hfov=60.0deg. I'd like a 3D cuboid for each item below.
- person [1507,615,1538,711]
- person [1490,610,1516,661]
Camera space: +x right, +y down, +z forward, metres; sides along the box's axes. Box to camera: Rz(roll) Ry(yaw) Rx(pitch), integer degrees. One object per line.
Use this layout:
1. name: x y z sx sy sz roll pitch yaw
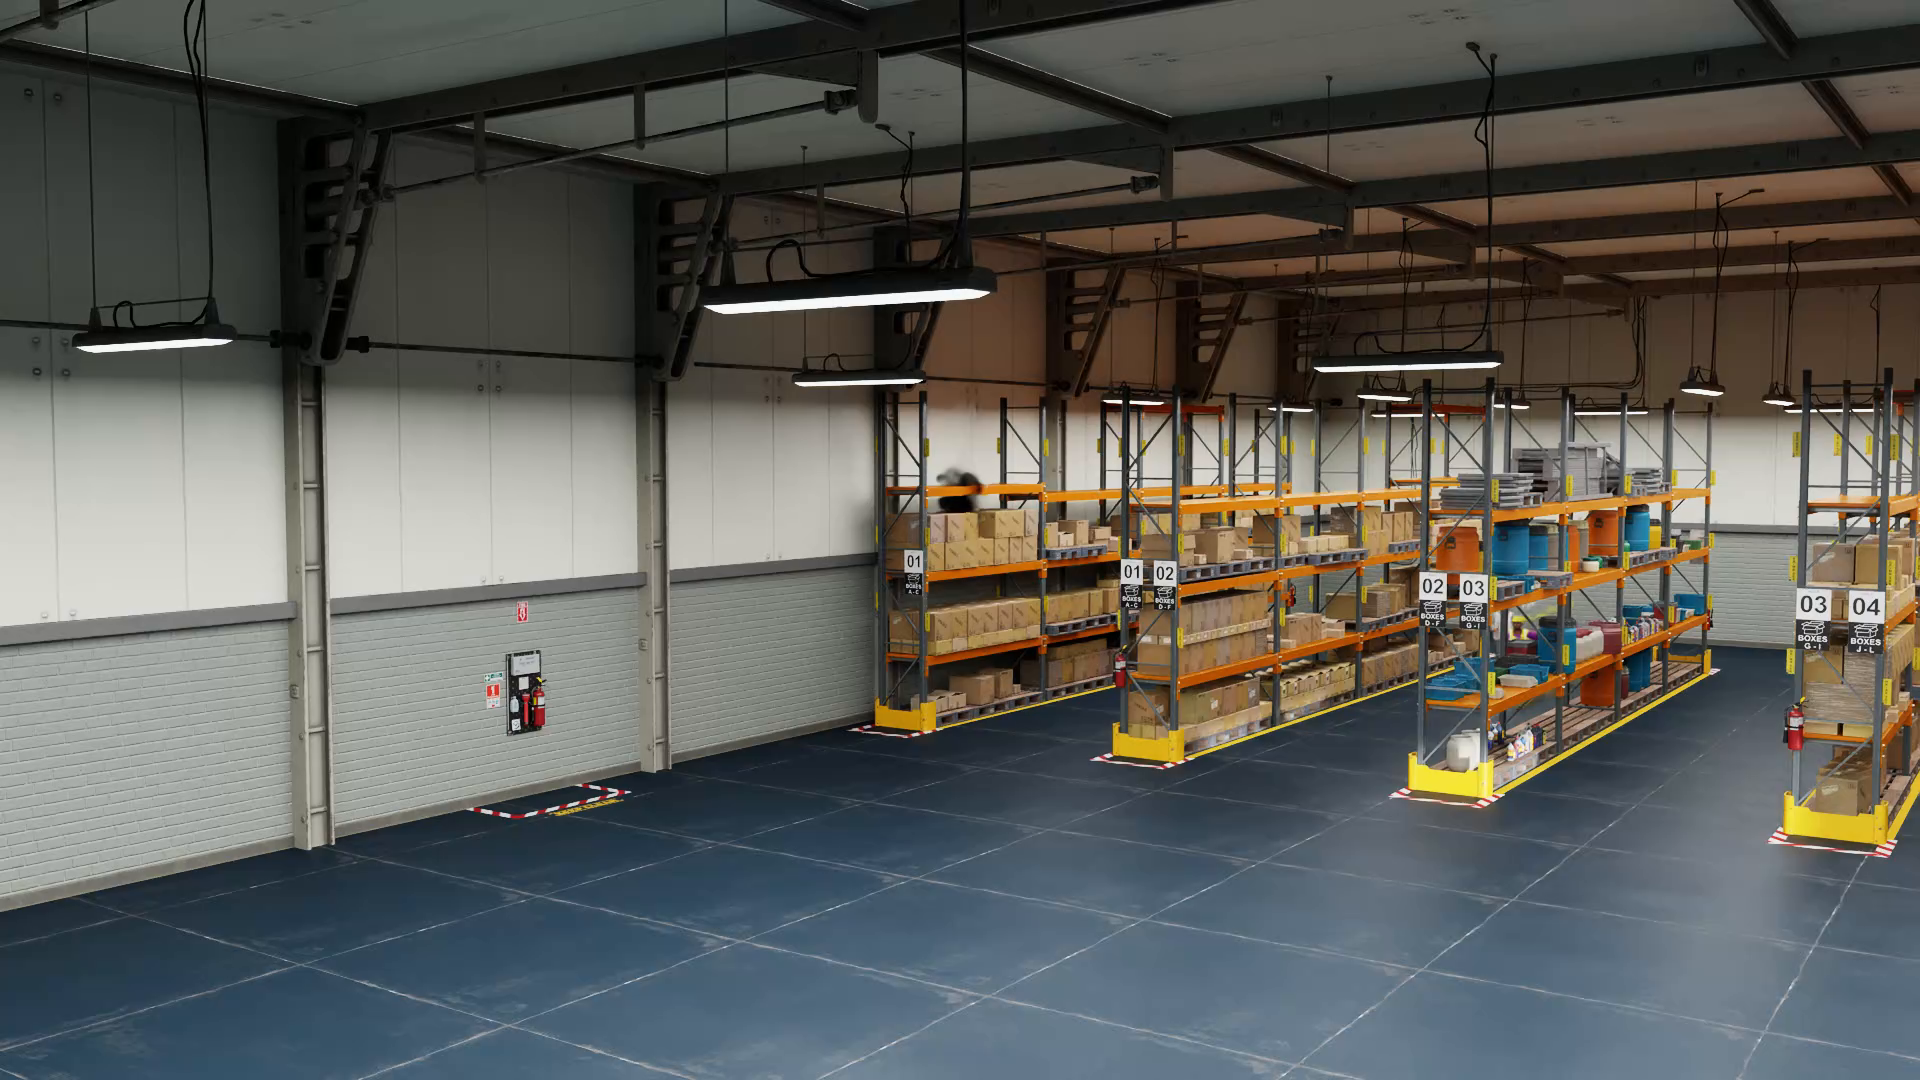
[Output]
1. person: 10.723 2.335 31.983 0.640 1.796 0.890 2 4 37
2. person: 11.621 2.141 35.540 0.676 1.802 0.854 2 4 28
